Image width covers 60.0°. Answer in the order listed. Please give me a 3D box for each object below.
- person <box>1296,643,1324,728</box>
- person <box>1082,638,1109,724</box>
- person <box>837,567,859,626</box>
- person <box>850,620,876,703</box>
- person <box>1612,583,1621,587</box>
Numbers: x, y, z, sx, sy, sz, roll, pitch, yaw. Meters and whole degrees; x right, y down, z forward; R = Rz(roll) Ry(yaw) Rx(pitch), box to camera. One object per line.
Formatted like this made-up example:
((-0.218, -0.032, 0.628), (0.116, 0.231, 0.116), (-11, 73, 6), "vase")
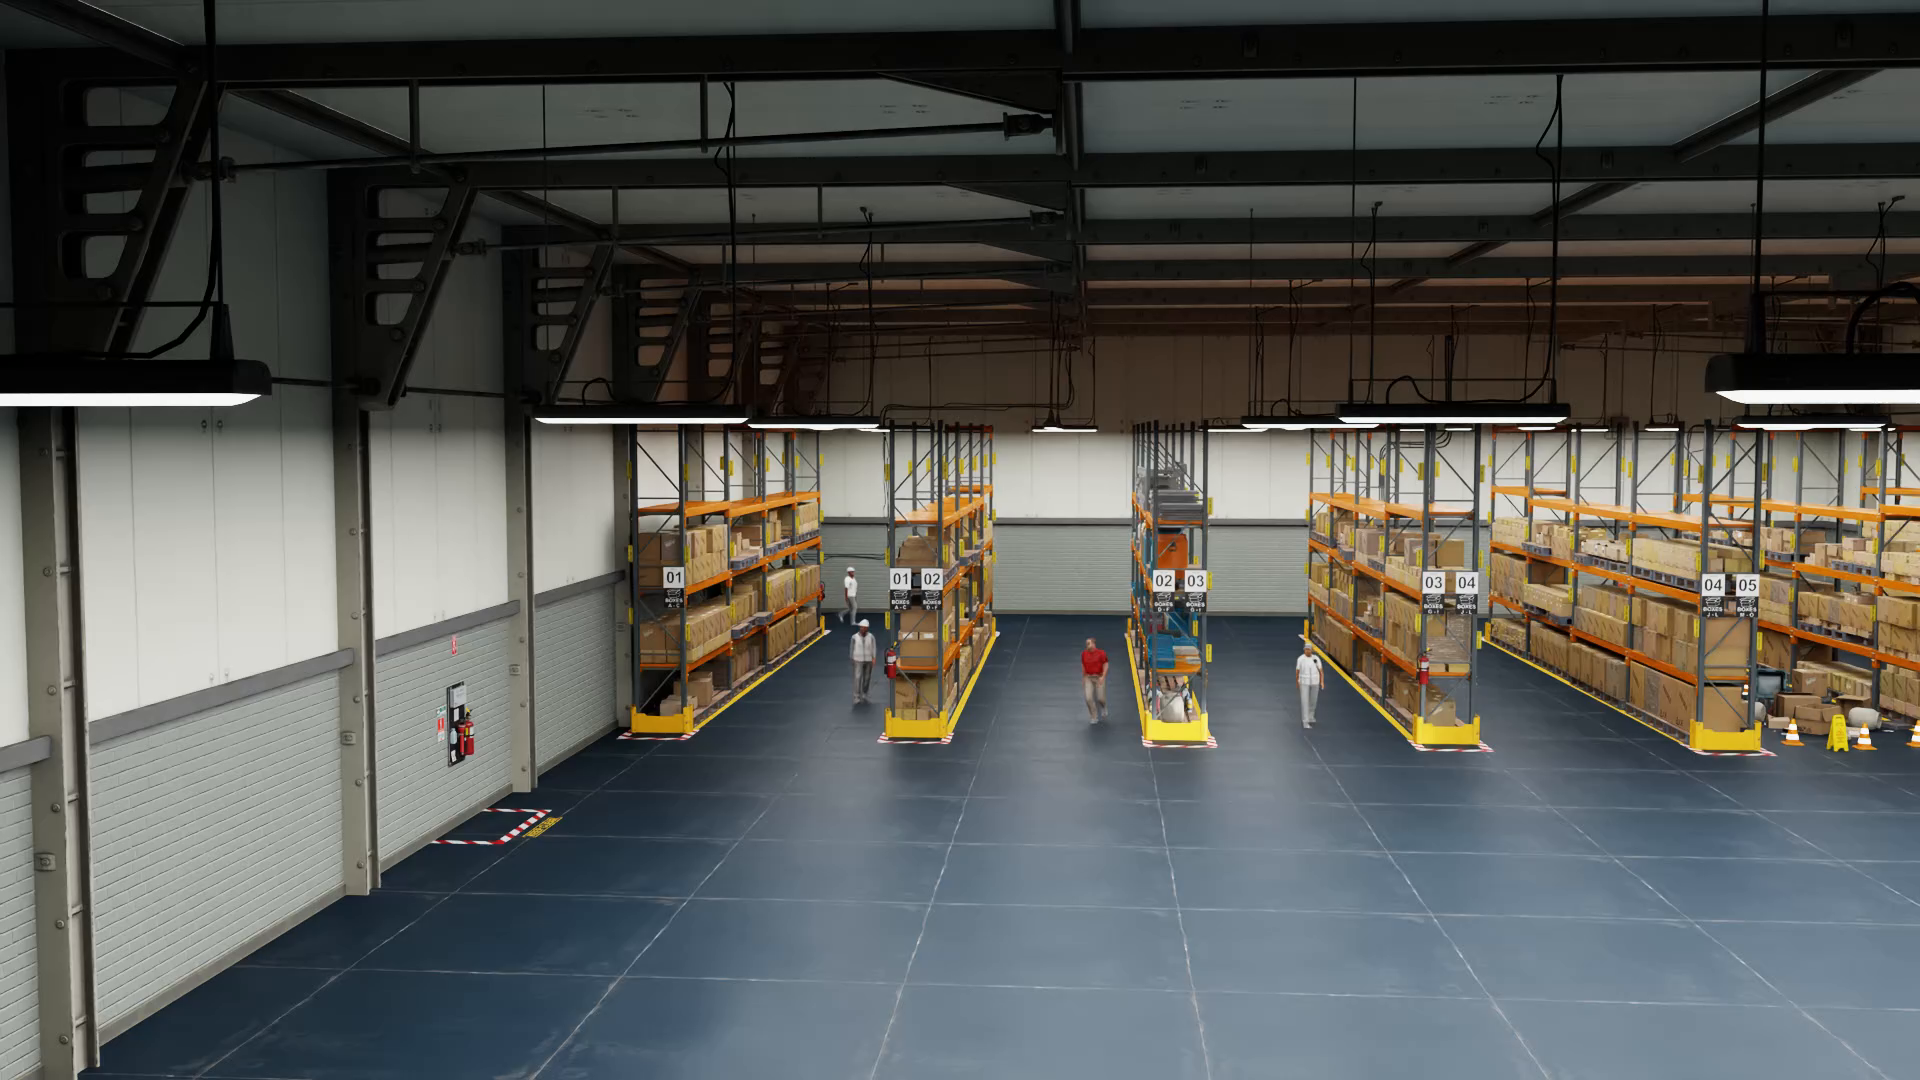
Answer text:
((6.874, 2.826, 32.642), (0.506, 1.617, 0.928), (0, 4, 2), "person")
((2.693, 2.784, 33.181), (0.590, 1.698, 0.658), (1, 4, 20), "person")
((-3.330, 1.683, 49.846), (0.741, 1.753, 0.550), (0, 4, 4), "person")
((-2.058, 2.581, 35.600), (0.559, 1.743, 0.841), (-1, 4, -12), "person")
((17.555, 2.022, 44.343), (0.516, 1.783, 0.539), (-1, 4, -20), "person")
